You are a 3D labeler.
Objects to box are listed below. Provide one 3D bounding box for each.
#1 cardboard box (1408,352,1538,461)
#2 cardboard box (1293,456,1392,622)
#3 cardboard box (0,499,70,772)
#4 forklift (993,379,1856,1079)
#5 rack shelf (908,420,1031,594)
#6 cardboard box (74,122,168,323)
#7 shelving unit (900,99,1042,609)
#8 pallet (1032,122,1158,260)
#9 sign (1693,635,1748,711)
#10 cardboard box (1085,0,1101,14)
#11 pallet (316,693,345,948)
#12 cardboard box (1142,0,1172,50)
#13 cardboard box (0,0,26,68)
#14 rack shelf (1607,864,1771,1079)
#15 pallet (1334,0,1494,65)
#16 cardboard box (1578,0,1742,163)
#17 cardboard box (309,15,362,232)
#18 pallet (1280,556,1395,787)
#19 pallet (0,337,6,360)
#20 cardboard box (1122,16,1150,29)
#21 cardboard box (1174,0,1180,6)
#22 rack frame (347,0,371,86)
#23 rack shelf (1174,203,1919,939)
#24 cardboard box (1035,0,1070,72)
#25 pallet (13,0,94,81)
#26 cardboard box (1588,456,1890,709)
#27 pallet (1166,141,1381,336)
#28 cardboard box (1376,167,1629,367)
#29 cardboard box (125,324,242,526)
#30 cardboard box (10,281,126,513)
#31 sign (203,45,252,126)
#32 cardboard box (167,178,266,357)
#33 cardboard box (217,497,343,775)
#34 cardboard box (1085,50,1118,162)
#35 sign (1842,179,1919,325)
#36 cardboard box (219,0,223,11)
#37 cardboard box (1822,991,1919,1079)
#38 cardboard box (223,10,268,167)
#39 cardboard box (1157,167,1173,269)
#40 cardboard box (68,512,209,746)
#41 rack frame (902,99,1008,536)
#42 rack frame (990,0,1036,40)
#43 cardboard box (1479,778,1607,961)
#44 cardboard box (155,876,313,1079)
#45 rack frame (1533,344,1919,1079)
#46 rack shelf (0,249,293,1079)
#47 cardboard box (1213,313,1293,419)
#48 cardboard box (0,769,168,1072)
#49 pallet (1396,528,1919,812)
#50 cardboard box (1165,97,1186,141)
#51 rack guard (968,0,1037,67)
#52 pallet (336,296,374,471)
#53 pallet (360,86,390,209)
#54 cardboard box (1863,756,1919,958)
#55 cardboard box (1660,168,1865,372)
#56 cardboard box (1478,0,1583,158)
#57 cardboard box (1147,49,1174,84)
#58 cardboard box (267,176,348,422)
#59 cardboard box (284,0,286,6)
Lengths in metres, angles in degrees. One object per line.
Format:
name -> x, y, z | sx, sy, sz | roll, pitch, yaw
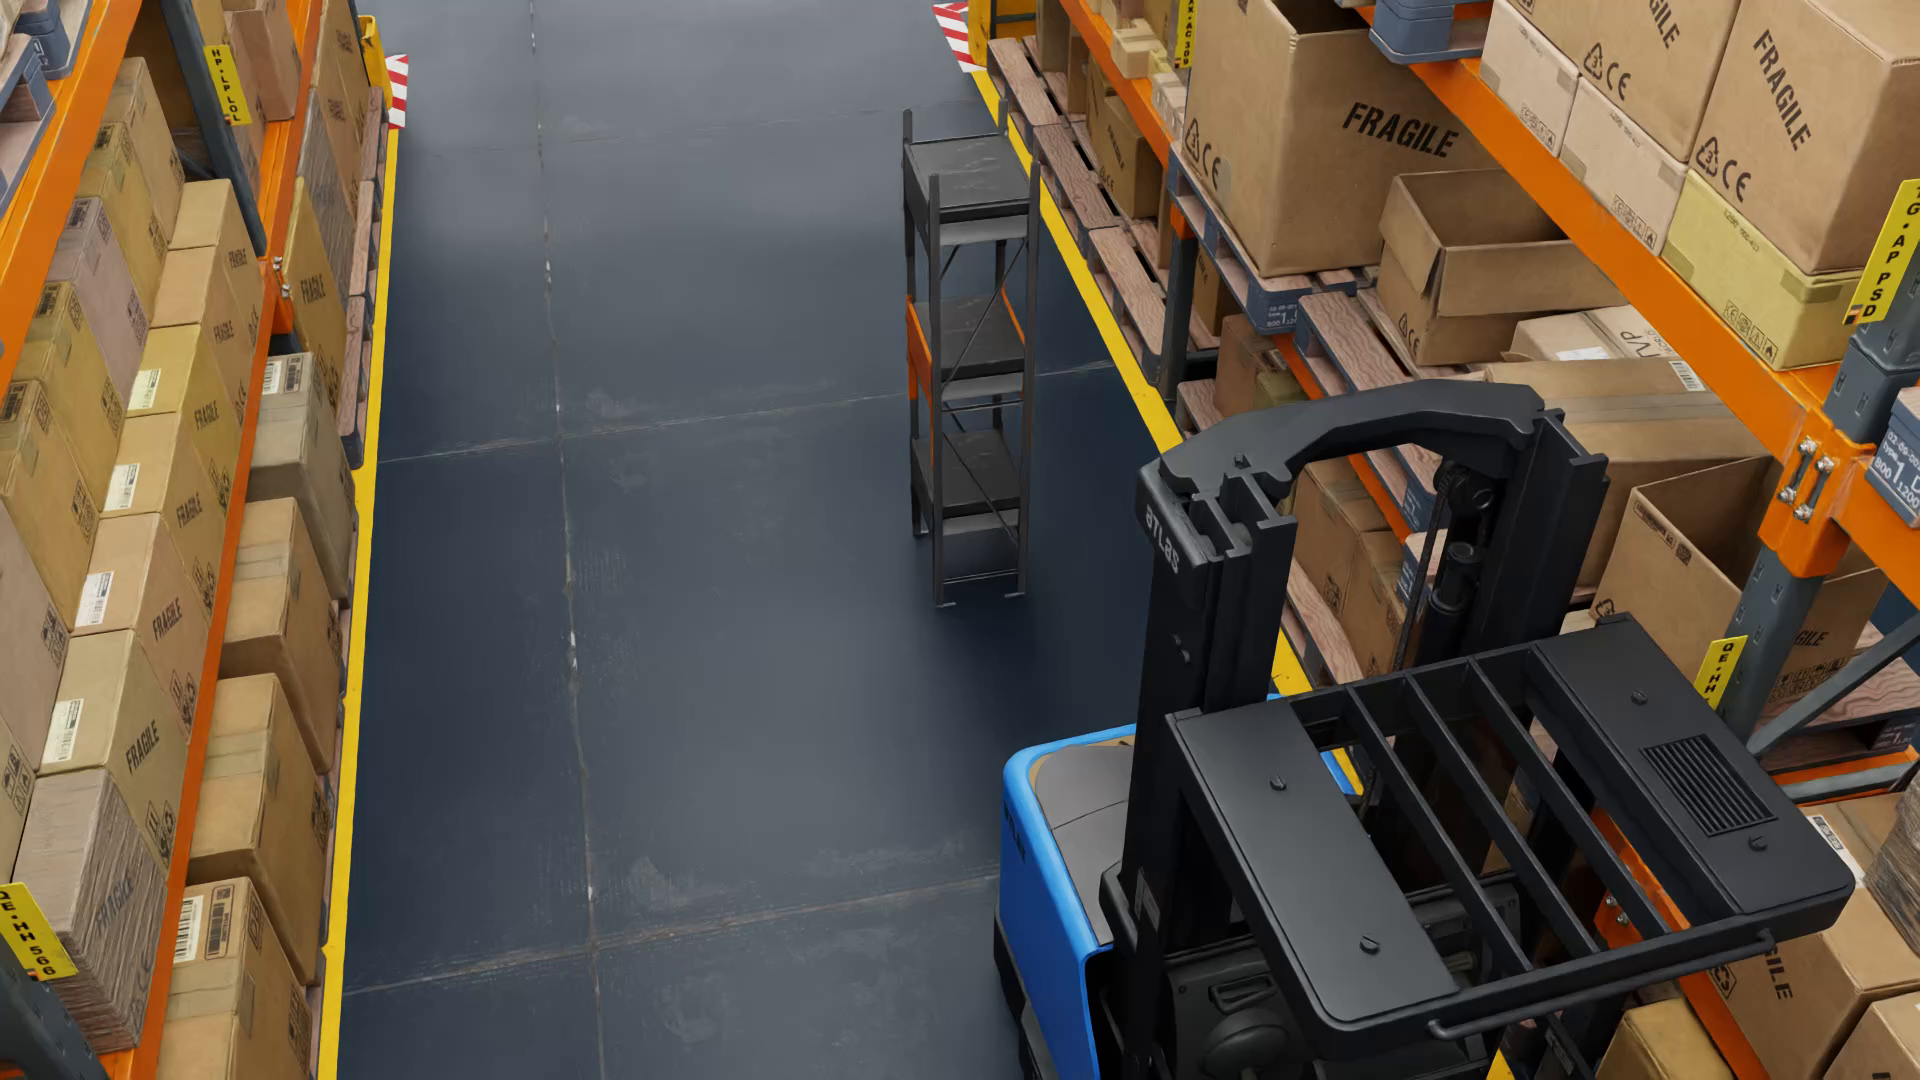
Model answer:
cardboard box -> 1.737, -0.473, 5.591 | 0.396, 0.266, 0.258 | -9, 42, -10
cardboard box -> 1.815, -0.071, 6.904 | 0.700, 0.500, 0.500 | -12, 43, -13
cardboard box -> -2.702, 0.289, 4.118 | 0.700, 0.500, 0.500 | -9, 42, -10
forklift -> 1.021, 1.217, 3.953 | 1.130, 2.935, 3.031 | -11, 43, -12
rack shelf -> 0.036, -0.144, 7.188 | 0.431, 0.518, 0.480 | -8, 42, -9
cardboard box -> -3.142, -1.029, 5.603 | 0.700, 0.500, 0.500 | -9, 42, -10
shelving unit -> 0.036, -0.678, 6.714 | 0.431, 2.100, 0.503 | -8, 42, -9
pallet -> 1.051, -2.097, 9.735 | 1.003, 0.211, 1.213 | -8, 42, -9
sign -> 1.833, 0.356, 4.059 | 0.100, 0.325, 0.005 | -8, 42, -9
cardboard box -> 0.854, -2.895, 8.723 | 0.380, 0.149, 0.250 | -8, 42, -9
pallet -> -2.861, 1.053, 6.187 | 1.003, 0.211, 1.213 | -8, 42, -9
cardboard box -> 1.387, -2.696, 8.010 | 0.875, 0.500, 0.500 | -8, 42, -9
cardboard box -> -2.774, -1.450, 4.322 | 0.500, 0.311, 0.500 | -10, 43, -11
rack shelf -> 2.792, 2.241, 3.290 | 1.077, 0.370, 4.000 | -8, 42, -9
pallet -> 1.753, -1.882, 5.274 | 1.213, 0.211, 1.003 | -8, 42, -9
cardboard box -> 1.892, -1.275, 3.997 | 0.500, 0.500, 0.500 | -8, 42, -9
cardboard box -> -3.828, -2.227, 9.065 | 0.875, 0.875, 0.875 | -9, 42, -10
pallet -> 1.934, 0.422, 6.897 | 1.003, 0.211, 1.213 | -8, 42, -9
pallet -> -2.695, -0.140, 3.313 | 1.213, 0.211, 1.003 | -7, 42, -7
cardboard box -> 1.036, -2.582, 8.370 | 0.380, 0.149, 0.250 | -8, 42, -9
cardboard box -> 1.132, -2.692, 7.252 | 0.500, 0.500, 0.500 | -8, 42, -9
rack frame -> -4.231, -3.865, 9.626 | 1.000, 3.000, 0.127 | -8, 42, -9
rack shelf -> 1.929, -0.352, 6.210 | 1.077, 0.370, 4.000 | -8, 42, -9
cardboard box -> 0.752, -3.325, 10.585 | 0.500, 0.500, 0.500 | -1, 42, -1
pallet -> -3.121, -1.735, 5.112 | 0.805, 0.209, 1.217 | -10, 43, -11
cardboard box -> 2.205, 0.137, 4.726 | 0.500, 0.500, 0.500 | -13, 43, -15
pallet -> 1.520, -1.329, 6.914 | 1.003, 0.211, 1.213 | -8, 42, -9
cardboard box -> 1.962, -1.003, 6.007 | 0.797, 0.503, 0.637 | -4, 42, -5
cardboard box -> -2.776, -0.354, 5.596 | 0.500, 0.500, 0.500 | -8, 42, -9
cardboard box -> -2.925, -0.374, 4.865 | 0.700, 0.500, 0.500 | -9, 42, -10
sign -> -2.840, -1.760, 6.442 | 0.100, 0.325, 0.005 | -8, 42, -9
cardboard box -> -2.994, -1.010, 6.334 | 0.500, 0.500, 0.500 | -9, 42, -10
cardboard box -> -2.941, 0.428, 6.169 | 1.050, 0.750, 0.750 | -8, 42, -9
cardboard box -> 1.032, -2.534, 9.694 | 0.500, 0.500, 0.500 | -5, 42, -5
sign -> 1.830, -0.563, 3.258 | 0.100, 0.325, 0.005 | -8, 42, -9
cardboard box -> -3.646, -2.316, 6.955 | 0.875, 0.550, 0.550 | -8, 42, -9
cardboard box -> 2.314, 1.326, 3.703 | 0.500, 0.500, 0.500 | -9, 42, -10
cardboard box -> -3.600, -1.919, 7.321 | 0.875, 0.550, 0.550 | -8, 42, -9
cardboard box -> 1.319, -1.775, 8.838 | 0.500, 0.500, 0.500 | 4, 42, 4
cardboard box -> -2.558, 0.298, 4.862 | 0.500, 0.500, 0.500 | -8, 42, -9
rack frame -> -0.017, -0.836, 6.892 | 0.400, 2.100, 0.015 | -8, 42, -9
rack frame -> 0.634, -4.510, 10.353 | 1.000, 3.000, 0.127 | -8, 42, -9
cardboard box -> 2.197, 1.014, 5.681 | 0.700, 0.500, 0.500 | -10, 43, -12
cardboard box -> -2.548, 1.597, 4.851 | 1.050, 0.750, 0.750 | -9, 42, -10
rack frame -> 2.361, 0.676, 4.511 | 1.000, 3.000, 0.127 | -8, 42, -9
rack shelf -> -2.936, 0.293, 5.484 | 1.077, 0.370, 4.000 | -8, 42, -9
cardboard box -> 1.609, -0.746, 7.664 | 0.700, 0.500, 0.500 | -11, 43, -13
cardboard box -> -2.337, 0.954, 4.123 | 0.500, 0.500, 0.500 | -8, 42, -9
pallet -> 2.103, 0.301, 5.078 | 1.213, 0.211, 1.003 | -8, 42, -9
cardboard box -> 1.164, -1.921, 7.625 | 0.380, 0.149, 0.250 | -8, 42, -9
rack guard -> 0.650, -3.526, 11.127 | 1.175, 0.500, 0.348 | -8, 42, -9
pallet -> -3.455, -0.733, 8.199 | 1.003, 0.211, 1.213 | -8, 42, -9
pallet -> -3.982, -2.315, 9.981 | 1.003, 0.211, 1.213 | -8, 42, -9
cardboard box -> 2.503, 0.739, 3.608 | 0.797, 0.503, 0.637 | -7, 42, -8
cardboard box -> 2.019, -0.663, 3.873 | 0.500, 0.250, 0.500 | -8, 42, -9
cardboard box -> 1.793, -1.309, 4.600 | 0.500, 0.250, 0.500 | -7, 42, -8
cardboard box -> 1.124, -2.255, 8.001 | 0.380, 0.149, 0.250 | -8, 42, -9
cardboard box -> -3.435, -1.052, 7.742 | 0.875, 0.875, 0.875 | -8, 42, -9
cardboard box -> -3.968, -2.953, 8.485 | 0.875, 0.550, 0.550 | -8, 42, -9
